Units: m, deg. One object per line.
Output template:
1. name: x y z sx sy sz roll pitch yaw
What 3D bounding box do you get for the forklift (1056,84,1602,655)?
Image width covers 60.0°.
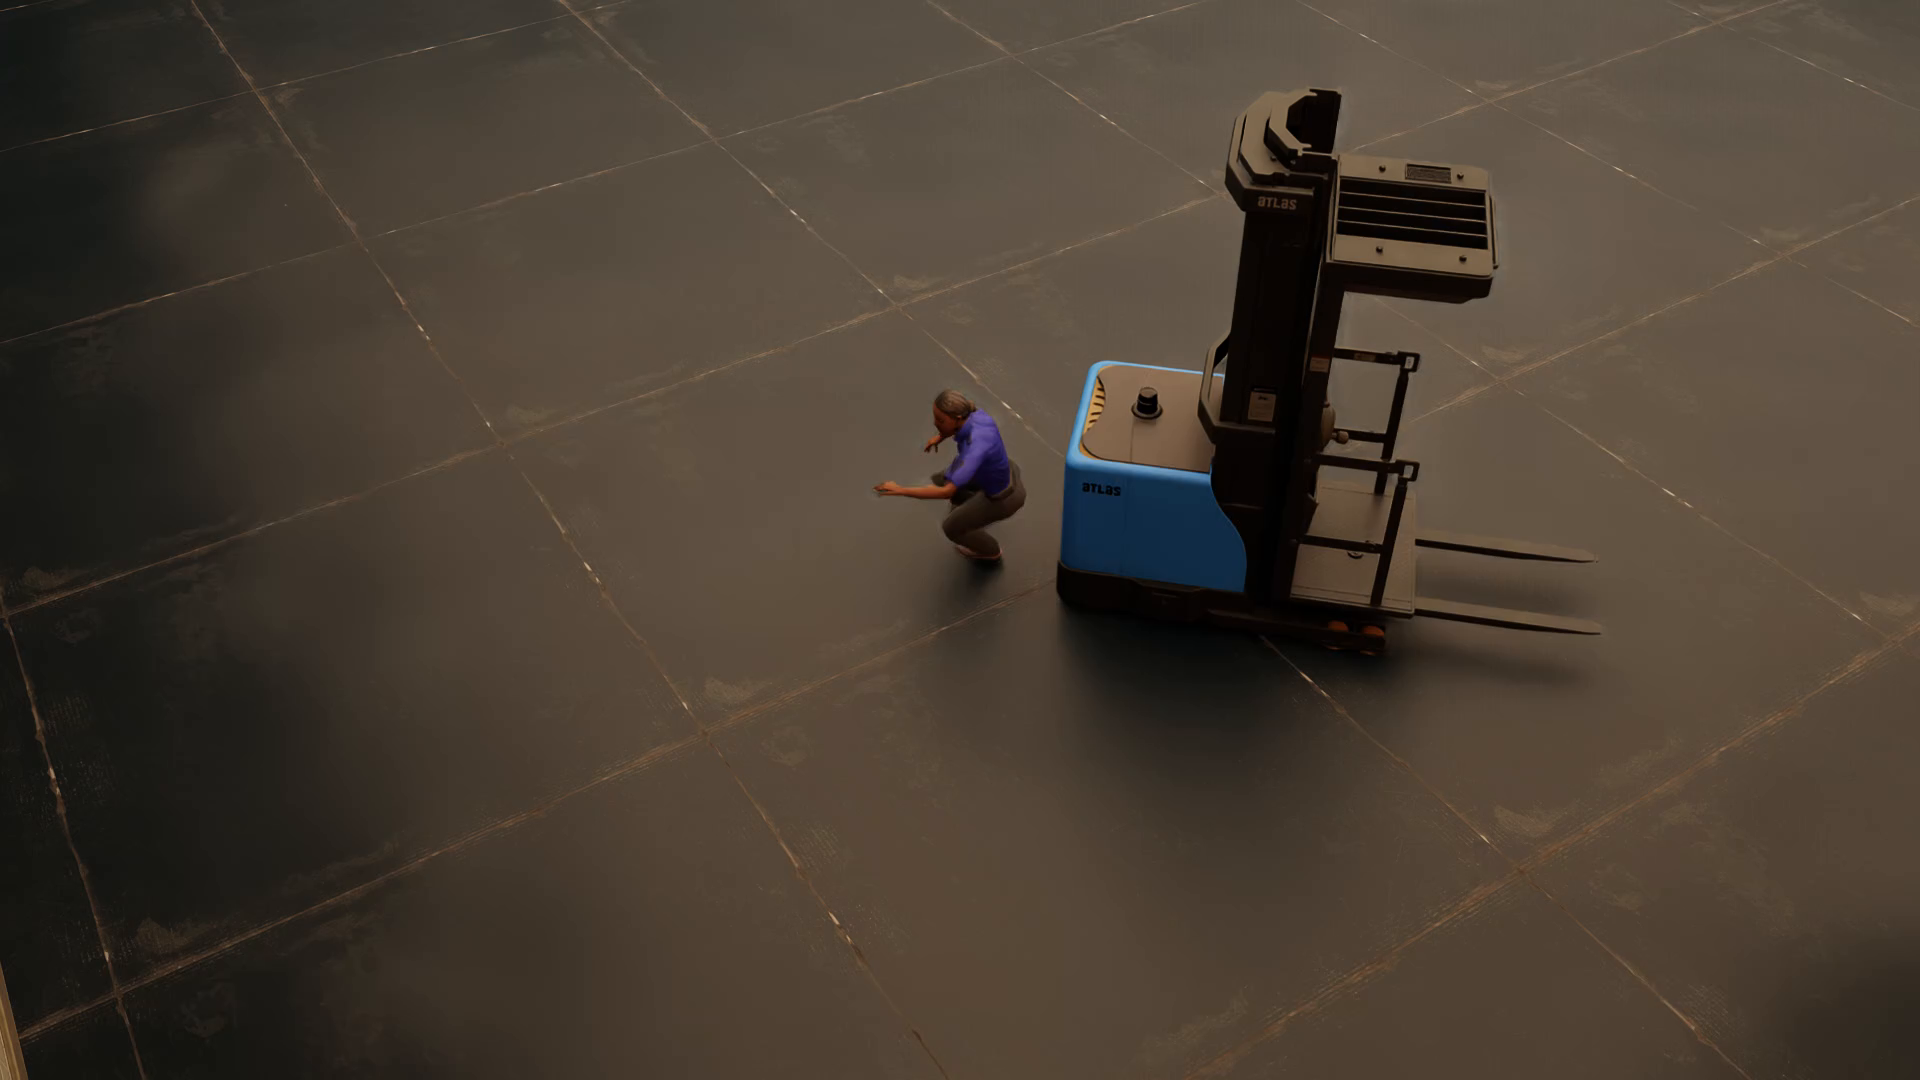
1. forklift: 2.131 -0.842 8.834 3.031 2.935 1.130 8 42 9

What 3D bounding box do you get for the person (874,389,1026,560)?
1. person: -0.090 -0.368 9.462 0.878 1.417 1.095 -6 41 -7
